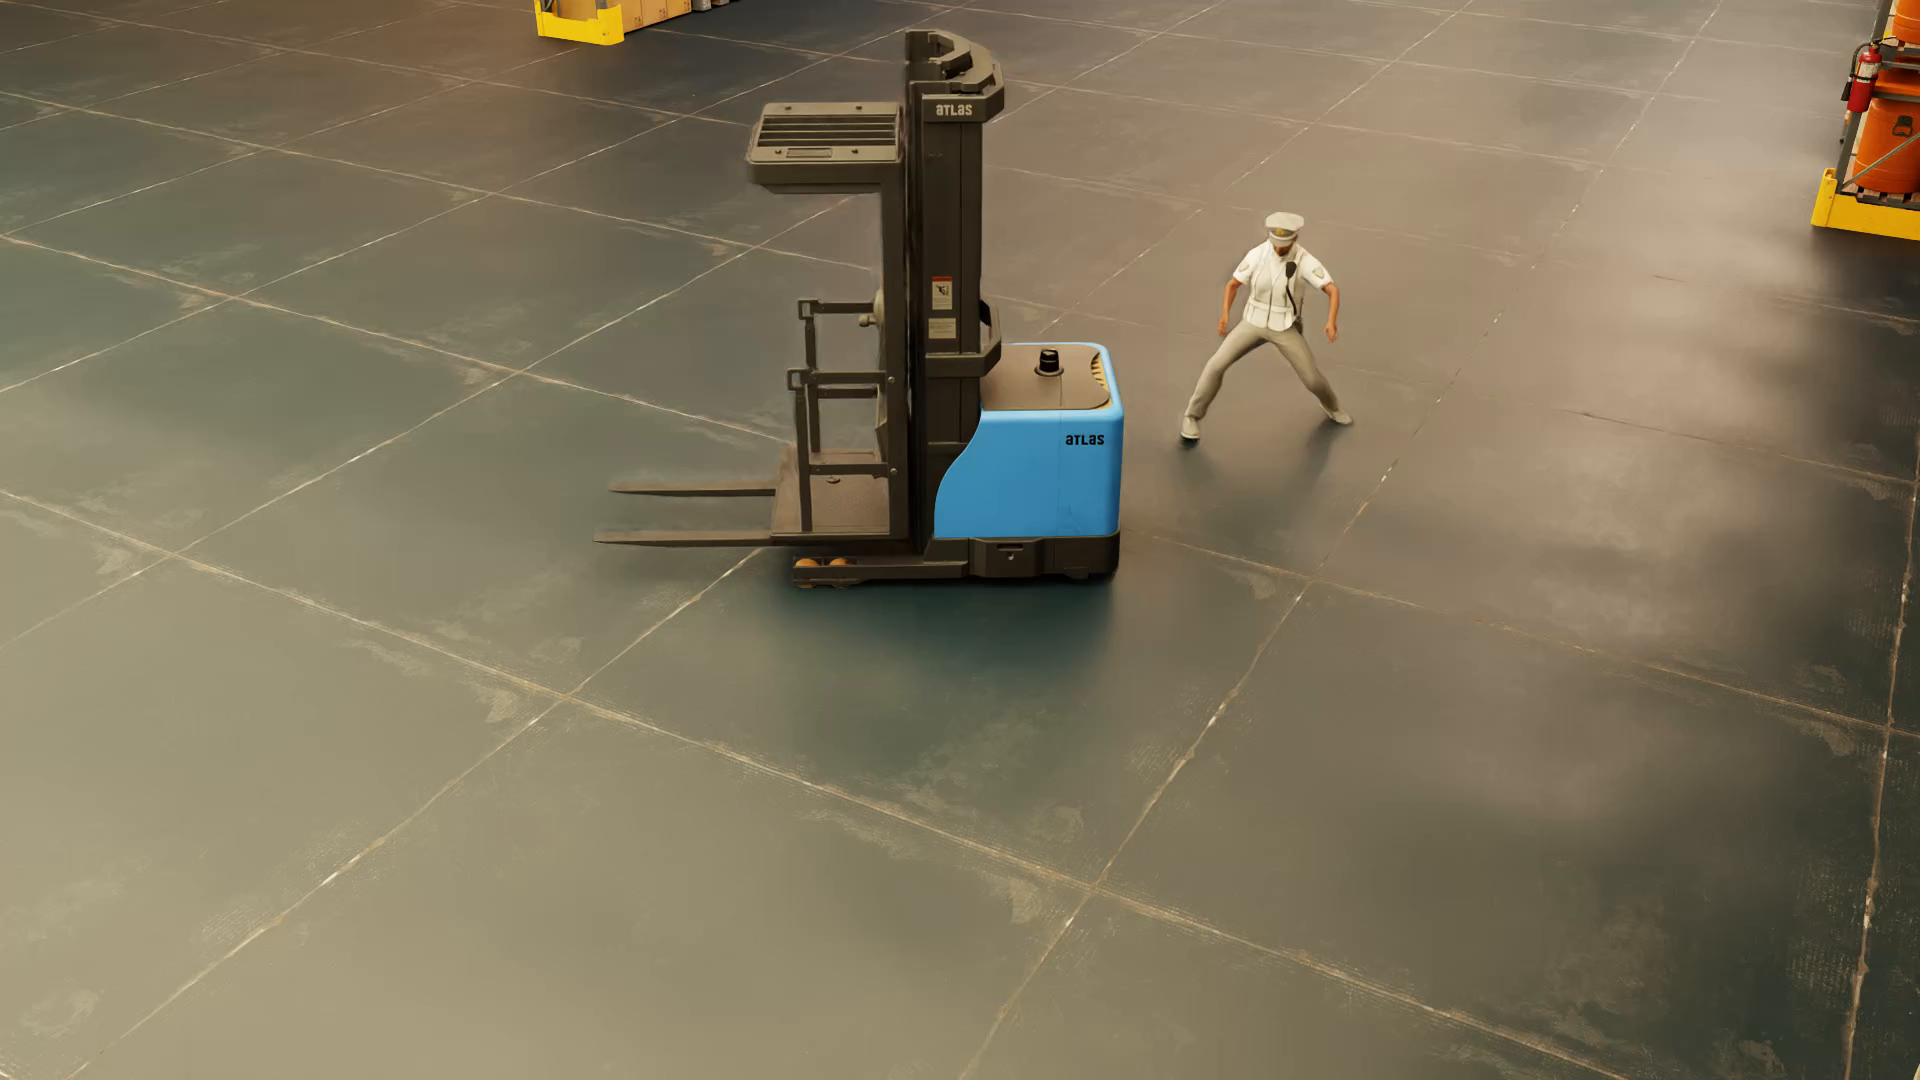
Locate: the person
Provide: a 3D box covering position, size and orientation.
[{"bbox_3d":[2.087,-1.384,10.964,1.023,1.509,0.930,13,33,22],"label":"person"}]

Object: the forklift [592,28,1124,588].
[{"bbox_3d":[-0.610,-1.261,9.256,3.031,2.935,1.130,-1,30,-1],"label":"forklift"}]
